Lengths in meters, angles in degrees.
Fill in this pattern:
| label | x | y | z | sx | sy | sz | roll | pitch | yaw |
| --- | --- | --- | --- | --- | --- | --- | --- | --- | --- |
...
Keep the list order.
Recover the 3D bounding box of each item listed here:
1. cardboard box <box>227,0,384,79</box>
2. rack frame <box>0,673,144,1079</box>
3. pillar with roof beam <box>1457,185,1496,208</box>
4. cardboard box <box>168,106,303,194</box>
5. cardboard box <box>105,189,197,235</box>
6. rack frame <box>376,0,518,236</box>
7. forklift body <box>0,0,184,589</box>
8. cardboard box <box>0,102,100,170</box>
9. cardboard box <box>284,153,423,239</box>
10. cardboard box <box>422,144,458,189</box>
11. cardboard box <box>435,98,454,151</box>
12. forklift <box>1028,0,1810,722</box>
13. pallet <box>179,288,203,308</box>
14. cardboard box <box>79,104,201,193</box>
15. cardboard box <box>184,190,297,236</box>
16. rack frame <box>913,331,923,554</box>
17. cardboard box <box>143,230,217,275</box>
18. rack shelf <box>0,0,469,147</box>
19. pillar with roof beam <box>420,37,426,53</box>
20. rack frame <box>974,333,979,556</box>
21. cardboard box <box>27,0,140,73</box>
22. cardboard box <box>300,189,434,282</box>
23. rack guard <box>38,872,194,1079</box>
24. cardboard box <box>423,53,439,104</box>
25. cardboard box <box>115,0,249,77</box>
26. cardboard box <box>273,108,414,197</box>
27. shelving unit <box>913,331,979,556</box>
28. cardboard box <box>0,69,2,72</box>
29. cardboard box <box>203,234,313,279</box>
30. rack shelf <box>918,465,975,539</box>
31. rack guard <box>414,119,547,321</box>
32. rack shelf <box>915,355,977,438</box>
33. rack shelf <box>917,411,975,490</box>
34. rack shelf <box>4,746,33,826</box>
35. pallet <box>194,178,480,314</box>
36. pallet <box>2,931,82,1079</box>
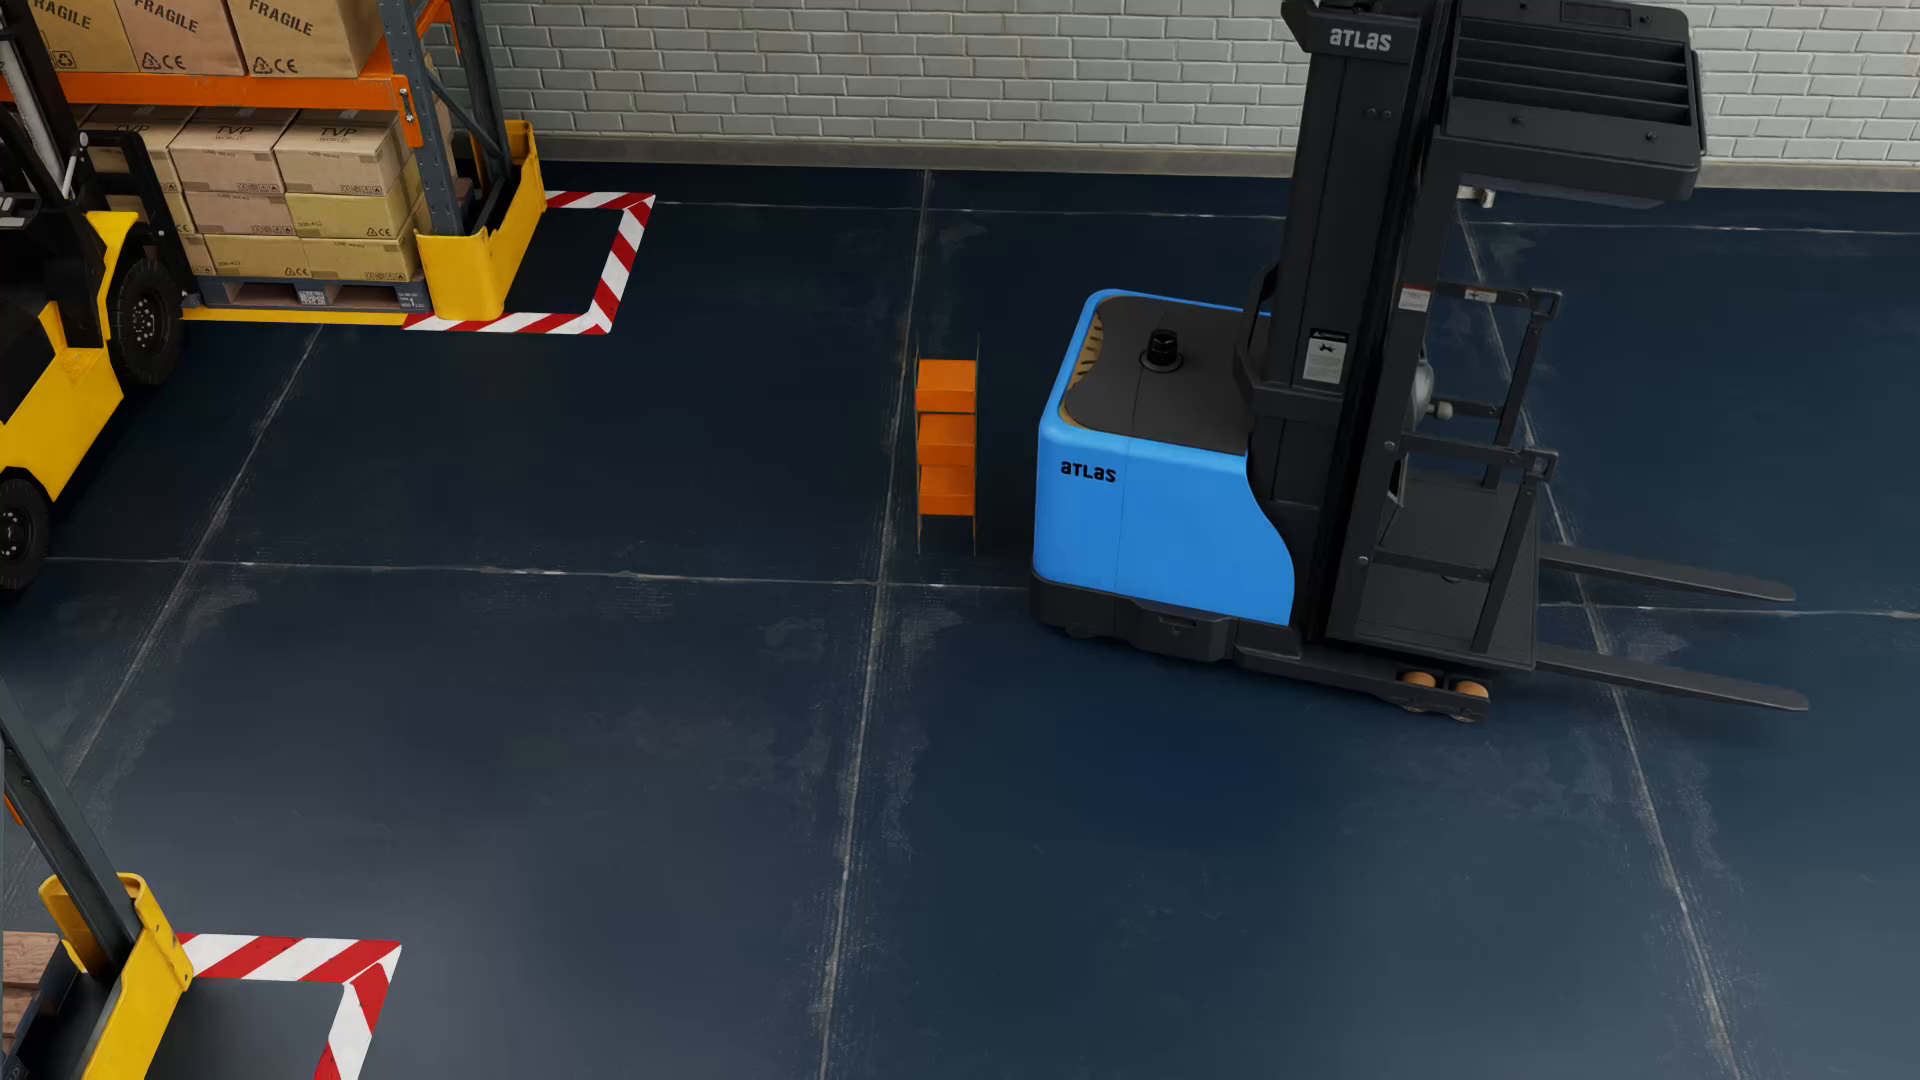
| label | x | y | z | sx | sy | sz | roll | pitch | yaw |
| --- | --- | --- | --- | --- | --- | --- | --- | --- | --- |
| cardboard box | -3.044 | -2.497 | 7.742 | 0.500 | 0.500 | 0.500 | 1 | 43 | 1 |
| rack frame | -2.761 | 0.755 | 4.324 | 0.127 | 3.000 | 1.000 | 2 | 43 | 2 |
| pillar with roof beam | 2.604 | -2.339 | 3.245 | 0.400 | 9.000 | 9.100 | 2 | 43 | 2 |
| cardboard box | -3.525 | -1.951 | 8.205 | 0.500 | 0.250 | 0.500 | 2 | 43 | 3 |
| cardboard box | -4.058 | -1.781 | 8.389 | 0.500 | 0.250 | 0.500 | 1 | 43 | 1 |
| rack frame | -2.541 | -2.625 | 7.952 | 0.127 | 3.000 | 1.000 | 2 | 43 | 2 |
| forklift body | -4.517 | -1.130 | 6.970 | 1.214 | 2.155 | 2.313 | 2 | 43 | 2 |
| cardboard box | -4.535 | -1.981 | 8.237 | 0.500 | 0.250 | 0.500 | 1 | 43 | 1 |
| cardboard box | -3.041 | -1.757 | 8.363 | 0.500 | 0.250 | 0.500 | 1 | 43 | 1 |
| cardboard box | -3.023 | -1.920 | 8.905 | 0.500 | 0.250 | 0.500 | 2 | 43 | 2 |
| cardboard box | -3.001 | -2.111 | 8.743 | 0.500 | 0.250 | 0.500 | 2 | 43 | 3 |
| forklift | 1.858 | -0.759 | 6.000 | 3.031 | 2.935 | 1.130 | 11 | 44 | 11 |
| pallet | -4.522 | -1.639 | 8.939 | 1.213 | 0.211 | 1.003 | 2 | 43 | 2 |
| cardboard box | -4.030 | -1.960 | 8.215 | 0.500 | 0.250 | 0.500 | 2 | 43 | 2 |
| cardboard box | -3.542 | -1.780 | 8.388 | 0.500 | 0.250 | 0.500 | 1 | 43 | 1 |
| rack frame | -0.175 | -0.390 | 6.983 | 0.008 | 1.050 | 0.200 | 2 | 43 | 2 |
| cardboard box | -4.020 | -1.615 | 8.577 | 0.500 | 0.250 | 0.500 | 2 | 43 | 2 |
| rack shelf | -4.539 | -2.423 | 8.263 | 4.000 | 0.370 | 1.077 | 2 | 43 | 2 |
| pillar with roof beam | -3.390 | -2.523 | 3.442 | 0.400 | 9.000 | 9.100 | 2 | 43 | 2 |
| rack frame | 0.068 | -0.382 | 6.975 | 0.008 | 1.050 | 0.200 | 2 | 43 | 2 |
| cardboard box | -4.074 | -2.535 | 7.783 | 0.500 | 0.500 | 0.500 | 1 | 43 | 1 |
| cardboard box | -3.024 | -1.571 | 8.531 | 0.500 | 0.250 | 0.500 | 2 | 43 | 2 |
| rack guard | -2.836 | 1.668 | 5.178 | 0.348 | 0.500 | 1.175 | 2 | 43 | 2 |
| cardboard box | -3.012 | -2.282 | 8.560 | 0.500 | 0.250 | 0.500 | 1 | 43 | 1 |
| cardboard box | -3.562 | -2.520 | 7.766 | 0.500 | 0.500 | 0.500 | 3 | 43 | 3 |
| cardboard box | -3.015 | -1.940 | 8.193 | 0.500 | 0.250 | 0.500 | 3 | 43 | 3 |
| shelving unit | -0.053 | -0.386 | 6.979 | 0.252 | 1.050 | 0.215 | 2 | 43 | 2 |
| cardboard box | -4.577 | -2.543 | 7.791 | 0.500 | 0.500 | 0.500 | 2 | 43 | 2 |
| cardboard box | -3.521 | -1.593 | 8.554 | 0.500 | 0.250 | 0.500 | 2 | 43 | 2 |
| rack shelf | -0.053 | -0.175 | 7.176 | 0.240 | 0.259 | 0.215 | 2 | 43 | 2 |
| rack guard | -2.517 | -1.709 | 8.803 | 0.348 | 0.500 | 1.175 | 2 | 43 | 2 |
| rack shelf | -0.053 | -0.586 | 6.793 | 0.240 | 0.259 | 0.215 | 2 | 43 | 2 |
| rack shelf | -0.053 | -0.378 | 6.986 | 0.240 | 0.259 | 0.215 | 2 | 43 | 2 |
| rack shelf | -4.758 | 0.957 | 4.635 | 4.000 | 0.370 | 1.077 | 2 | 43 | 2 |
| pallet | -3.307 | -1.599 | 8.897 | 1.213 | 0.211 | 1.003 | 2 | 43 | 2 |
| pallet | -3.646 | 1.724 | 5.329 | 1.213 | 0.211 | 1.003 | 2 | 43 | 2 |
